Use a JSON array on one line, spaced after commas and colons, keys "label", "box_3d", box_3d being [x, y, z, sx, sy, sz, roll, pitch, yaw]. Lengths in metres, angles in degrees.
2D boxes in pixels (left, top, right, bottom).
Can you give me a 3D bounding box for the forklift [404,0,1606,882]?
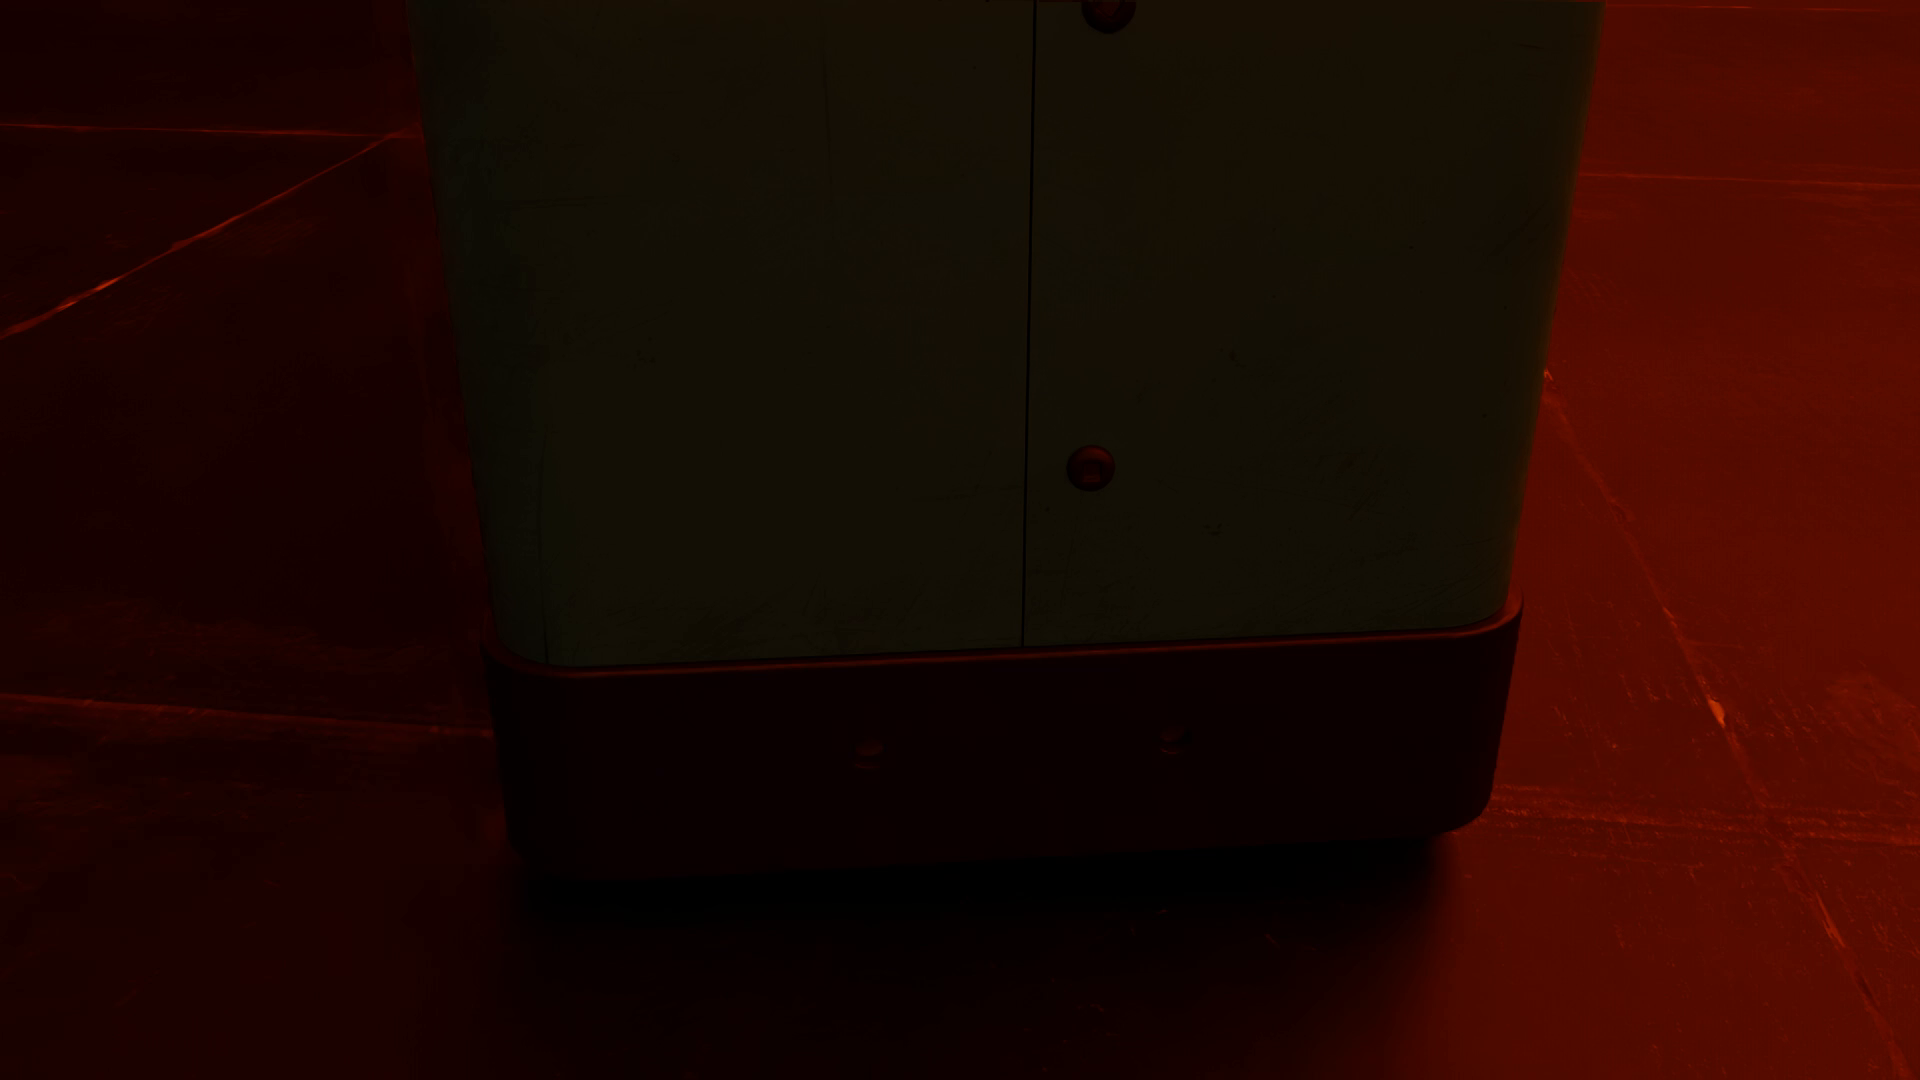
[{"label": "forklift", "box_3d": [-0.074, -1.596, 2.417, 1.130, 2.935, 3.031, -2, 27, -5]}]
